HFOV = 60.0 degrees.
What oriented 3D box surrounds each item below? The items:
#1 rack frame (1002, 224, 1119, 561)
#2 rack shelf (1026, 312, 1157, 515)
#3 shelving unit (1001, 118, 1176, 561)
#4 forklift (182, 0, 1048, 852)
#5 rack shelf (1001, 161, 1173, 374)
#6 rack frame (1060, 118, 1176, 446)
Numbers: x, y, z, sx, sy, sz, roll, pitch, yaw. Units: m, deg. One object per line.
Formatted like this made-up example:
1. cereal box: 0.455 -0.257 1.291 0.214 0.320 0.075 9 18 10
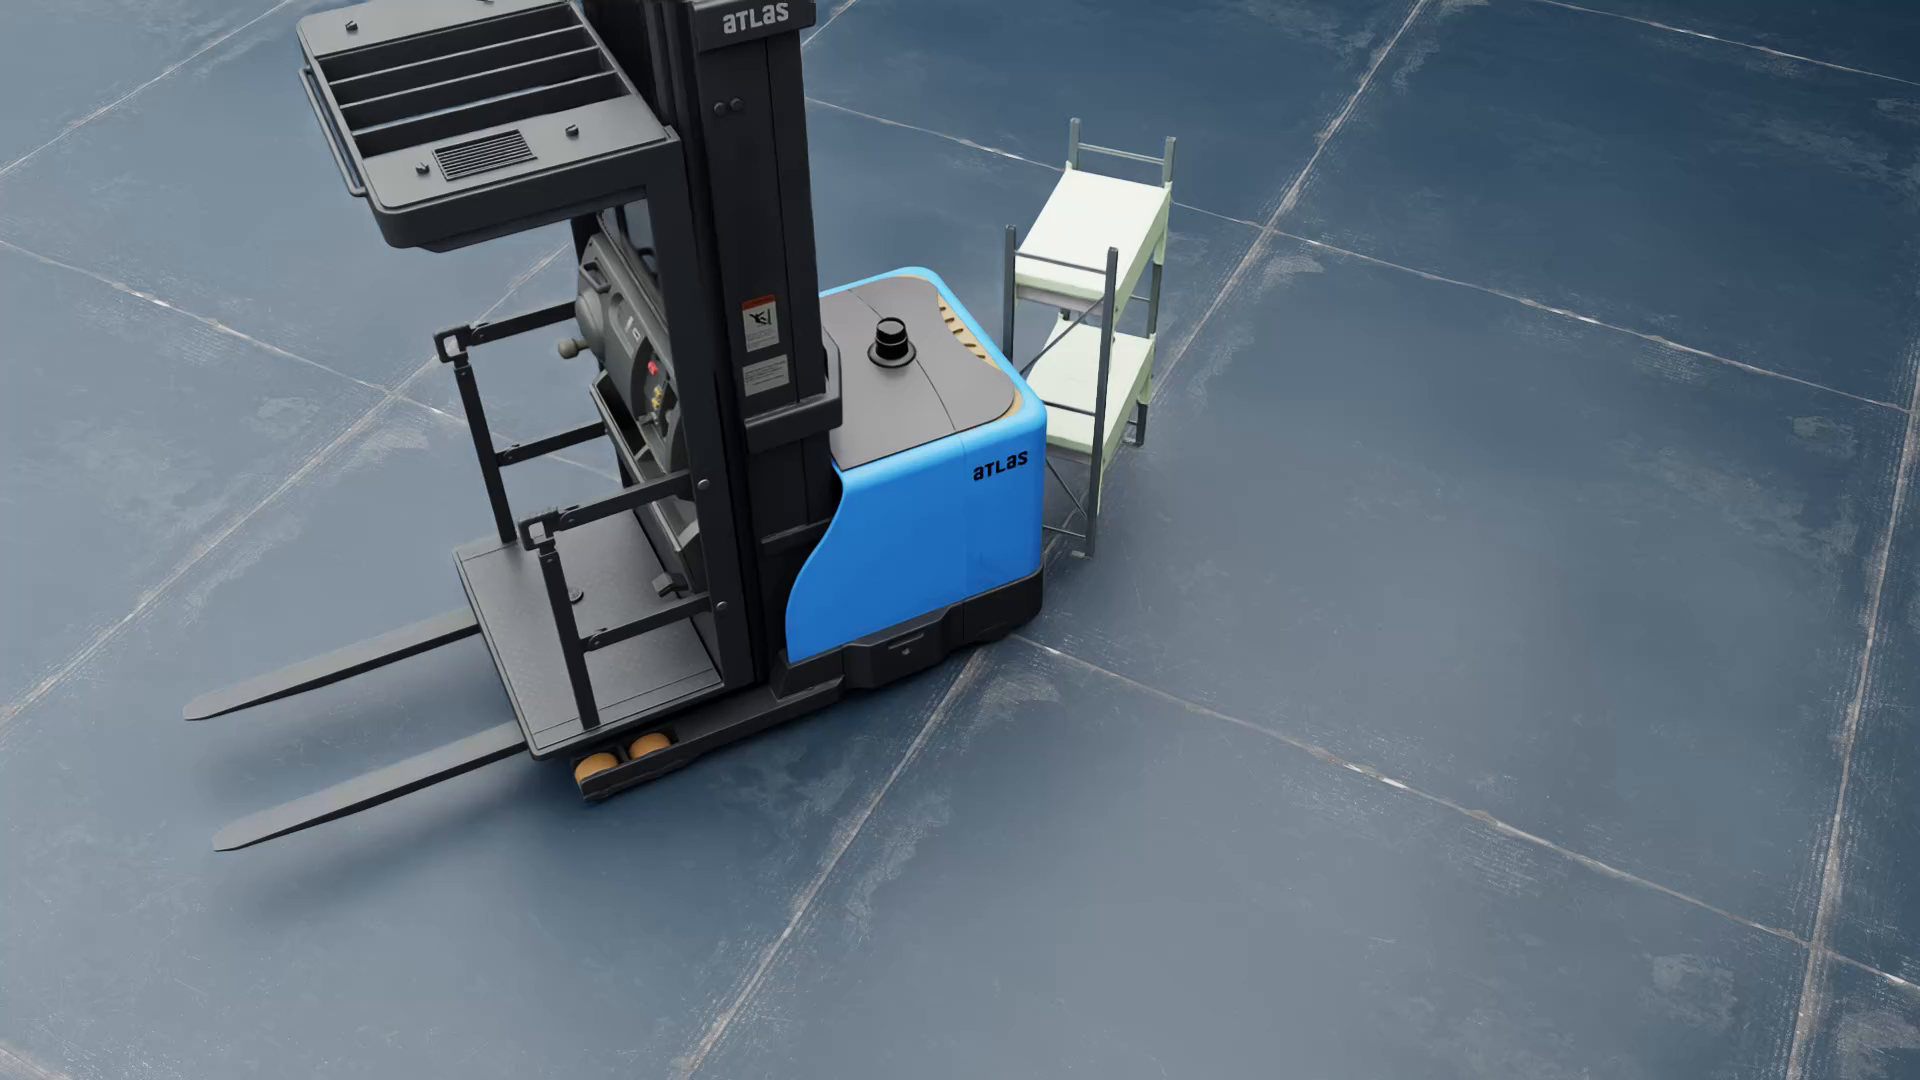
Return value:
1. rack frame: 0.346 -0.501 6.191 0.400 1.500 0.023 15 47 14
2. rack shelf: 0.474 -0.516 6.664 0.431 0.370 0.720 15 47 14
3. shelving unit: 0.474 -0.745 6.432 0.431 1.500 0.755 15 47 14
4. forklift: -1.235 -0.553 5.236 3.031 2.935 1.130 -20 49 -18
5. rack shelf: 0.474 -1.019 6.154 0.431 0.370 0.720 15 47 14
6. rack frame: 0.602 -0.989 6.673 0.400 1.500 0.023 15 47 14
